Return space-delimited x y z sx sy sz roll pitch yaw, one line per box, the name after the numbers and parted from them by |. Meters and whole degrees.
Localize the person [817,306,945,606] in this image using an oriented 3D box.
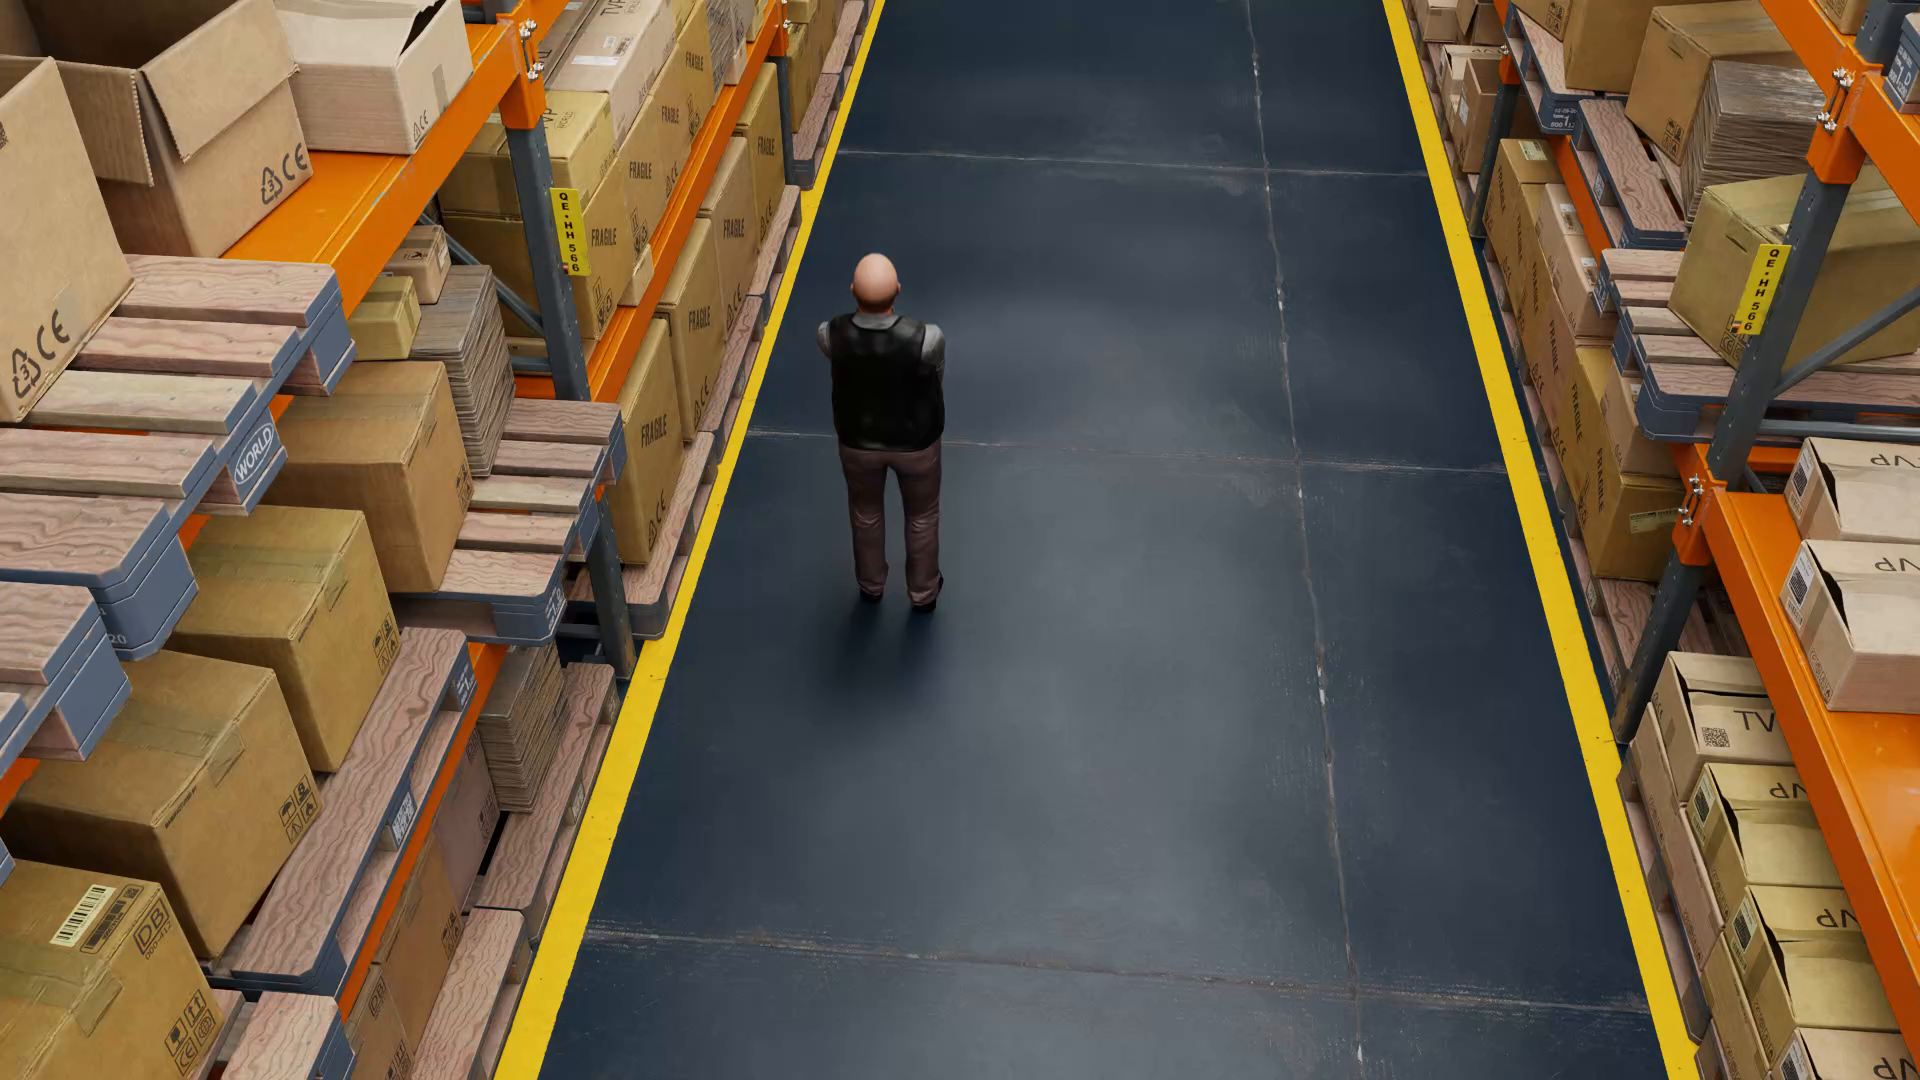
-0.297 -0.380 6.755 0.494 1.450 0.448 3 40 4 | person
